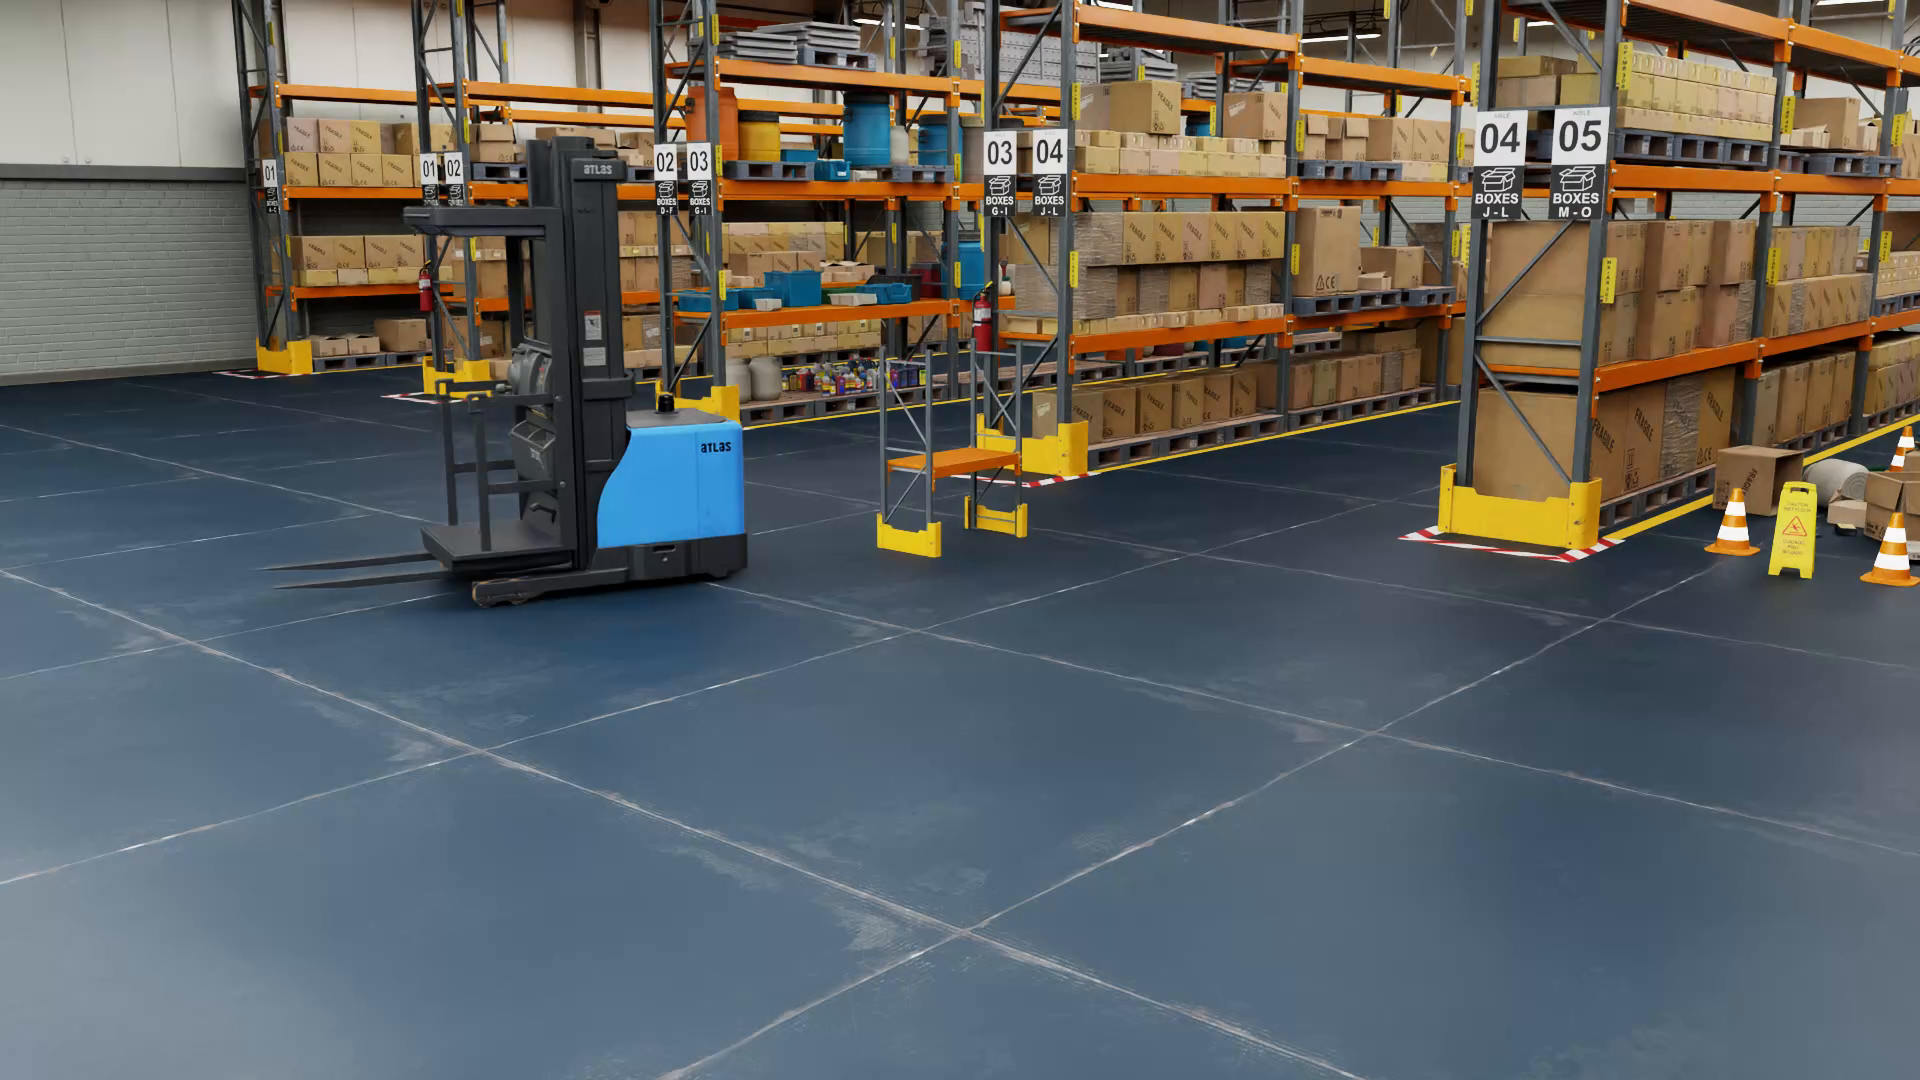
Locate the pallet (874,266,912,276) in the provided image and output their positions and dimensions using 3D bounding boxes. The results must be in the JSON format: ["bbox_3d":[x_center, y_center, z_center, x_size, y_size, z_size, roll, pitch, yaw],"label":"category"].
[{"bbox_3d":[-1.119,-4.627,28.709,1.213,0.211,1.003,10,15,40],"label":"pallet"}]

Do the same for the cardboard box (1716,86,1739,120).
[{"bbox_3d":[6.146,-3.631,13.872,0.500,0.250,0.500,10,15,40],"label":"cardboard box"}]

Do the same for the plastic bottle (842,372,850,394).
[{"bbox_3d":[-1.420,-1.949,20.654,0.097,0.271,0.097,0,11,0],"label":"plastic bottle"}]

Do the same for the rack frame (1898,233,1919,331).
[{"bbox_3d":[12.224,-3.263,21.392,1.000,3.000,0.127,10,15,40],"label":"rack frame"}]

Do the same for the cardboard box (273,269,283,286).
[{"bbox_3d":[-10.356,-4.105,25.939,0.500,0.250,0.500,10,15,41],"label":"cardboard box"}]

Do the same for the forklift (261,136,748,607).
[{"bbox_3d":[-3.003,-1.126,10.866,3.031,2.935,1.130,-6,13,-28],"label":"forklift"}]

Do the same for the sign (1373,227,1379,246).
[{"bbox_3d":[5.506,-3.970,21.974,0.100,0.325,0.005,10,15,40],"label":"sign"}]

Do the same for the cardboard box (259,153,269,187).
[{"bbox_3d":[-10.433,-5.699,25.623,0.500,0.500,0.500,-11,16,-43],"label":"cardboard box"}]

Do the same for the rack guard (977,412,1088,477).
[{"bbox_3d":[0.694,-0.939,16.138,1.175,0.500,0.348,10,15,40],"label":"rack guard"}]

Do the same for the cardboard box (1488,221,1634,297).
[{"bbox_3d":[4.577,-2.151,12.680,0.875,0.550,0.550,10,15,40],"label":"cardboard box"}]

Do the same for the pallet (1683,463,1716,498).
[{"bbox_3d":[6.383,-0.617,15.263,1.003,0.211,1.213,10,15,40],"label":"pallet"}]

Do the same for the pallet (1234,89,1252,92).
[{"bbox_3d":[4.321,-7.087,26.724,1.003,0.211,1.213,10,15,40],"label":"pallet"}]

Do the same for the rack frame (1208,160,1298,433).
[{"bbox_3d":[3.284,-2.743,18.784,1.000,3.000,0.127,10,15,40],"label":"rack frame"}]

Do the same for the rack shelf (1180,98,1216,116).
[{"bbox_3d":[3.524,-6.659,25.932,1.077,0.370,4.000,10,15,40],"label":"rack shelf"}]

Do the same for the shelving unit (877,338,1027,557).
[{"bbox_3d":[-0.050,-0.724,12.508,0.587,1.500,1.083,10,15,40],"label":"shelving unit"}]

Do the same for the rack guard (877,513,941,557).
[{"bbox_3d":[-0.379,-0.038,12.264,0.587,0.250,0.087,10,15,40],"label":"rack guard"}]

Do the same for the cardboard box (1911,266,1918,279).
[{"bbox_3d":[11.242,-3.214,19.952,0.380,0.149,0.250,10,15,41],"label":"cardboard box"}]

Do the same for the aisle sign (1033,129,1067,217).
[{"bbox_3d":[0.828,-3.381,15.343,0.394,0.787,0.004,10,15,40],"label":"aisle sign"}]

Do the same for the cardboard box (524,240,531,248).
[{"bbox_3d":[-6.099,-4.274,22.882,0.700,0.500,0.500,9,15,39],"label":"cardboard box"}]

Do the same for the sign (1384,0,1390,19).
[{"bbox_3d":[5.505,-6.880,21.393,0.100,0.325,0.005,10,15,40],"label":"sign"}]

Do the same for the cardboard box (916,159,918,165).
[{"bbox_3d":[-0.915,-6.276,28.561,0.910,0.500,0.500,10,15,40],"label":"cardboard box"}]

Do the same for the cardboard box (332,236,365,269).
[{"bbox_3d":[-9.644,-4.482,25.911,0.500,0.500,0.500,10,15,41],"label":"cardboard box"}]

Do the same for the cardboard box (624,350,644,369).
[{"bbox_3d":[-4.953,-2.637,24.205,0.500,0.250,0.500,10,15,40],"label":"cardboard box"}]

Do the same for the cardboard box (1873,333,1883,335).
[{"bbox_3d":[11.188,-2.458,20.755,0.500,0.250,0.500,10,15,42],"label":"cardboard box"}]

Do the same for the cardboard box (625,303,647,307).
[{"bbox_3d":[-6.097,-4.422,30.535,0.500,0.250,0.500,10,15,41],"label":"cardboard box"}]

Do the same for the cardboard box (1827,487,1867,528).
[{"bbox_3d":[7.192,-0.255,13.308,0.258,0.266,0.396,-9,14,-38],"label":"cardboard box"}]

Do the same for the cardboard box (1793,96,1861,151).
[{"bbox_3d":[8.647,-4.158,16.629,0.500,0.500,0.500,10,15,40],"label":"cardboard box"}]

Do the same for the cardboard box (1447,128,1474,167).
[{"bbox_3d":[6.273,-5.158,21.881,0.797,0.503,0.637,11,16,44],"label":"cardboard box"}]

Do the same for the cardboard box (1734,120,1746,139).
[{"bbox_3d":[6.439,-3.481,14.138,0.380,0.149,0.250,10,15,41],"label":"cardboard box"}]

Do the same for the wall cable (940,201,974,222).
[{"bbox_3d":[0.178,-7.238,38.699,0.084,1.984,1.851,10,15,40],"label":"wall cable"}]

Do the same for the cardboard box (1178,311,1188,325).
[{"bbox_3d":[2.139,-2.304,17.230,0.380,0.149,0.250,10,15,40],"label":"cardboard box"}]

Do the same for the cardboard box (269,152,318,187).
[{"bbox_3d":[-10.110,-5.622,25.236,0.500,0.500,0.500,10,15,42],"label":"cardboard box"}]

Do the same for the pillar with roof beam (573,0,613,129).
[{"bbox_3d":[-3.512,-7.558,27.578,9.100,9.000,0.548,10,15,40],"label":"pillar with roof beam"}]

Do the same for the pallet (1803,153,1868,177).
[{"bbox_3d":[8.463,-3.787,16.836,1.003,0.211,1.213,11,16,43],"label":"pallet"}]

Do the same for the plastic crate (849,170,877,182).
[{"bbox_3d":[-1.192,-4.436,20.278,0.243,0.136,0.396,10,15,40],"label":"plastic crate"}]

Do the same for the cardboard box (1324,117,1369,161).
[{"bbox_3d":[4.290,-4.665,19.416,0.797,0.503,0.637,11,15,43],"label":"cardboard box"}]

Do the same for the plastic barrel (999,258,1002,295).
[{"bbox_3d":[0.360,-3.562,22.540,0.433,0.535,0.433,0,11,0],"label":"plastic barrel"}]

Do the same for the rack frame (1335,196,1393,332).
[{"bbox_3d":[7.485,-5.148,30.830,1.000,3.000,0.127,10,15,40],"label":"rack frame"}]

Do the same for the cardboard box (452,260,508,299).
[{"bbox_3d":[-6.477,-3.551,22.579,0.700,0.500,0.500,10,15,40],"label":"cardboard box"}]

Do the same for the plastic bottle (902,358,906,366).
[{"bbox_3d":[-0.753,-2.186,21.639,0.144,0.351,0.185,10,15,40],"label":"plastic bottle"}]

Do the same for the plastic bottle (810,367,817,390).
[{"bbox_3d":[-1.915,-2.055,21.174,0.152,0.276,0.135,9,15,39],"label":"plastic bottle"}]

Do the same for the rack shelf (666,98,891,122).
[{"bbox_3d":[-2.834,-6.711,26.195,1.077,0.370,4.000,10,15,40],"label":"rack shelf"}]

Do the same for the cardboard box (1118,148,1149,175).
[{"bbox_3d":[1.492,-3.666,16.130,0.500,0.250,0.500,9,15,39],"label":"cardboard box"}]

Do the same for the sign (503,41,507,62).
[{"bbox_3d":[-7.483,-8.030,27.352,0.100,0.325,0.005,10,15,40],"label":"sign"}]

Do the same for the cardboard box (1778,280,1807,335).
[{"bbox_3d":[7.825,-2.252,16.075,0.500,0.500,0.500,10,15,41],"label":"cardboard box"}]

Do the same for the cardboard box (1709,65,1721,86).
[{"bbox_3d":[5.939,-3.762,13.506,0.380,0.149,0.250,10,15,41],"label":"cardboard box"}]

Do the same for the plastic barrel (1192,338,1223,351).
[{"bbox_3d":[4.005,-3.555,27.136,0.600,0.901,0.708,10,15,40],"label":"plastic barrel"}]

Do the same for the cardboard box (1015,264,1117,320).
[{"bbox_3d":[1.027,-2.426,16.186,0.875,0.500,0.500,10,15,40],"label":"cardboard box"}]

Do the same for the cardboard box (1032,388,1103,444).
[{"bbox_3d":[1.069,-1.224,16.490,0.500,0.500,0.500,-9,14,-37],"label":"cardboard box"}]

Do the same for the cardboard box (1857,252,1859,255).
[{"bbox_3d":[10.766,-3.449,20.372,0.380,0.149,0.250,11,15,42],"label":"cardboard box"}]

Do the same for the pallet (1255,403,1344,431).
[{"bbox_3d":[3.797,-1.490,19.632,1.003,0.211,1.213,10,15,40],"label":"pallet"}]

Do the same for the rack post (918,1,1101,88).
[{"bbox_3d":[0.799,-6.724,22.889,1.013,1.000,3.121,10,15,40],"label":"rack post"}]

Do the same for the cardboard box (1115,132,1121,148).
[{"bbox_3d":[1.317,-3.836,15.967,0.380,0.149,0.250,9,15,39],"label":"cardboard box"}]

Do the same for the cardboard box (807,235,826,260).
[{"bbox_3d":[-3.042,-5.869,33.370,0.500,0.500,0.500,10,15,41],"label":"cardboard box"}]

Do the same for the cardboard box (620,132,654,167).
[{"bbox_3d":[-4.685,-5.778,24.641,0.500,0.500,0.500,-11,15,-43],"label":"cardboard box"}]

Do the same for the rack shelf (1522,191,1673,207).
[{"bbox_3d":[9.885,-5.332,25.927,1.077,0.370,4.000,10,15,40],"label":"rack shelf"}]

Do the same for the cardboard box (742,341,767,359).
[{"bbox_3d":[-3.364,-2.984,25.940,0.500,0.250,0.500,10,15,42],"label":"cardboard box"}]
